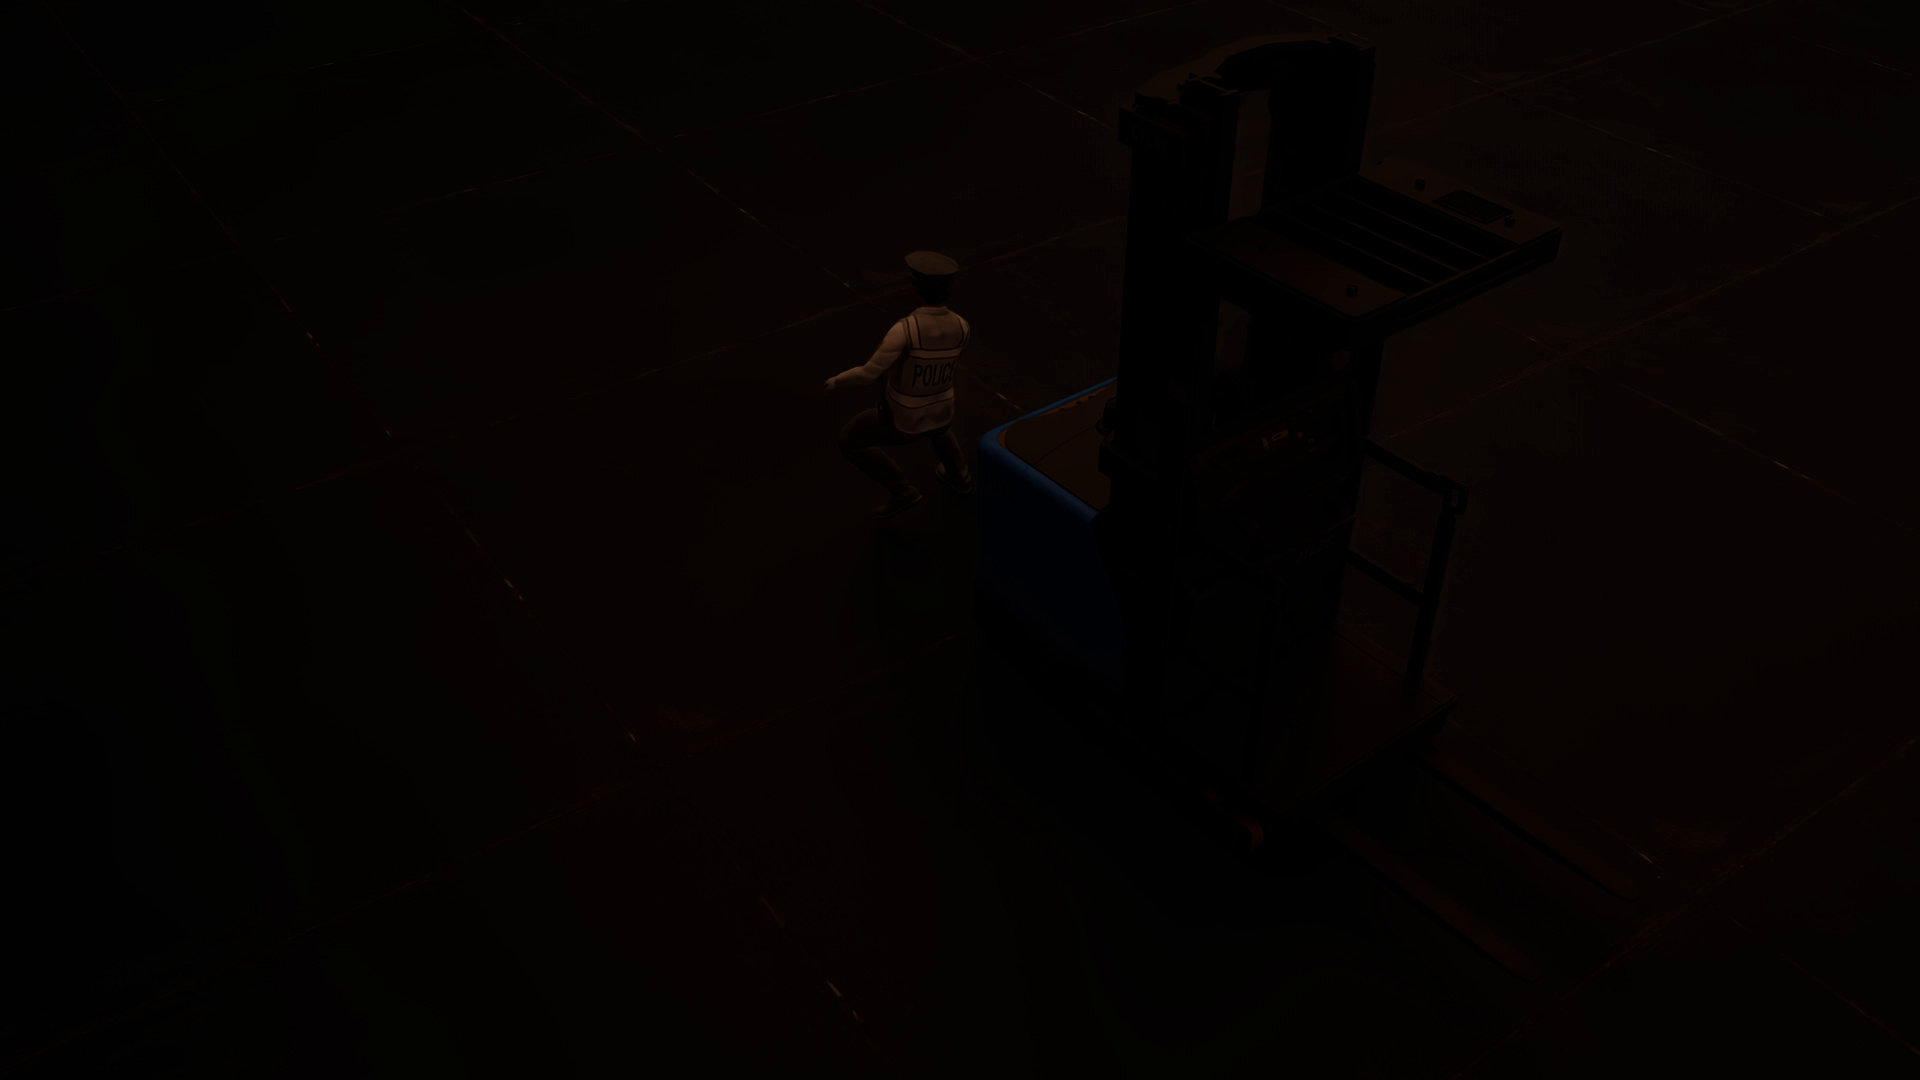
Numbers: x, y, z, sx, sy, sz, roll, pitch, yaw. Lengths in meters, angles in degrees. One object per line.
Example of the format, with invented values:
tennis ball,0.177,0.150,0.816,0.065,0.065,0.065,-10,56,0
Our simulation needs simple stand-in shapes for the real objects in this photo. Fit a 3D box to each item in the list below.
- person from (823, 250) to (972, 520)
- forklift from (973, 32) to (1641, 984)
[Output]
person,-0.262,-0.747,8.152,0.823,1.502,0.675,-22,42,-27
forklift,1.362,-0.256,6.291,1.130,2.935,3.031,-25,43,-30
